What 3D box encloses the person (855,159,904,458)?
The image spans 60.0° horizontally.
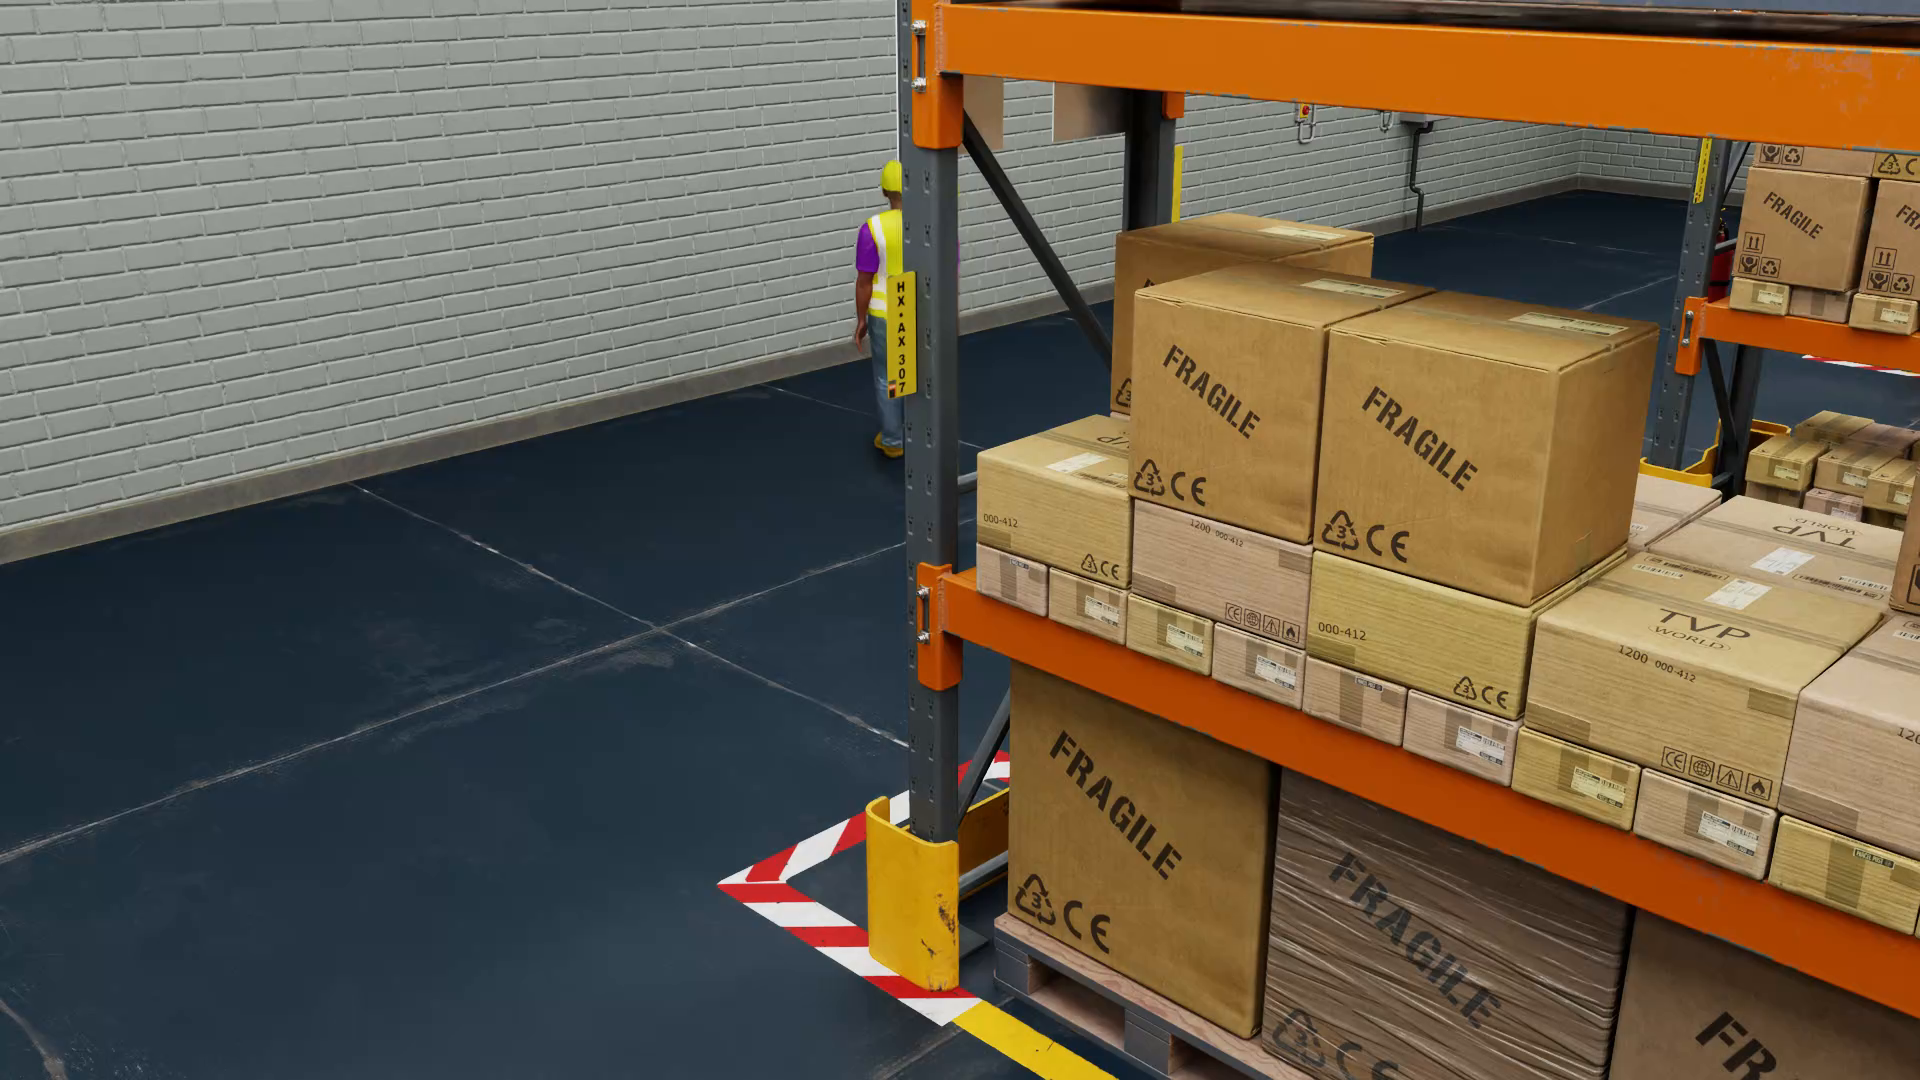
[{"bbox_3d":[-0.312,-1.286,9.462,0.589,1.748,0.738,-5,21,-12],"label":"person"}]
